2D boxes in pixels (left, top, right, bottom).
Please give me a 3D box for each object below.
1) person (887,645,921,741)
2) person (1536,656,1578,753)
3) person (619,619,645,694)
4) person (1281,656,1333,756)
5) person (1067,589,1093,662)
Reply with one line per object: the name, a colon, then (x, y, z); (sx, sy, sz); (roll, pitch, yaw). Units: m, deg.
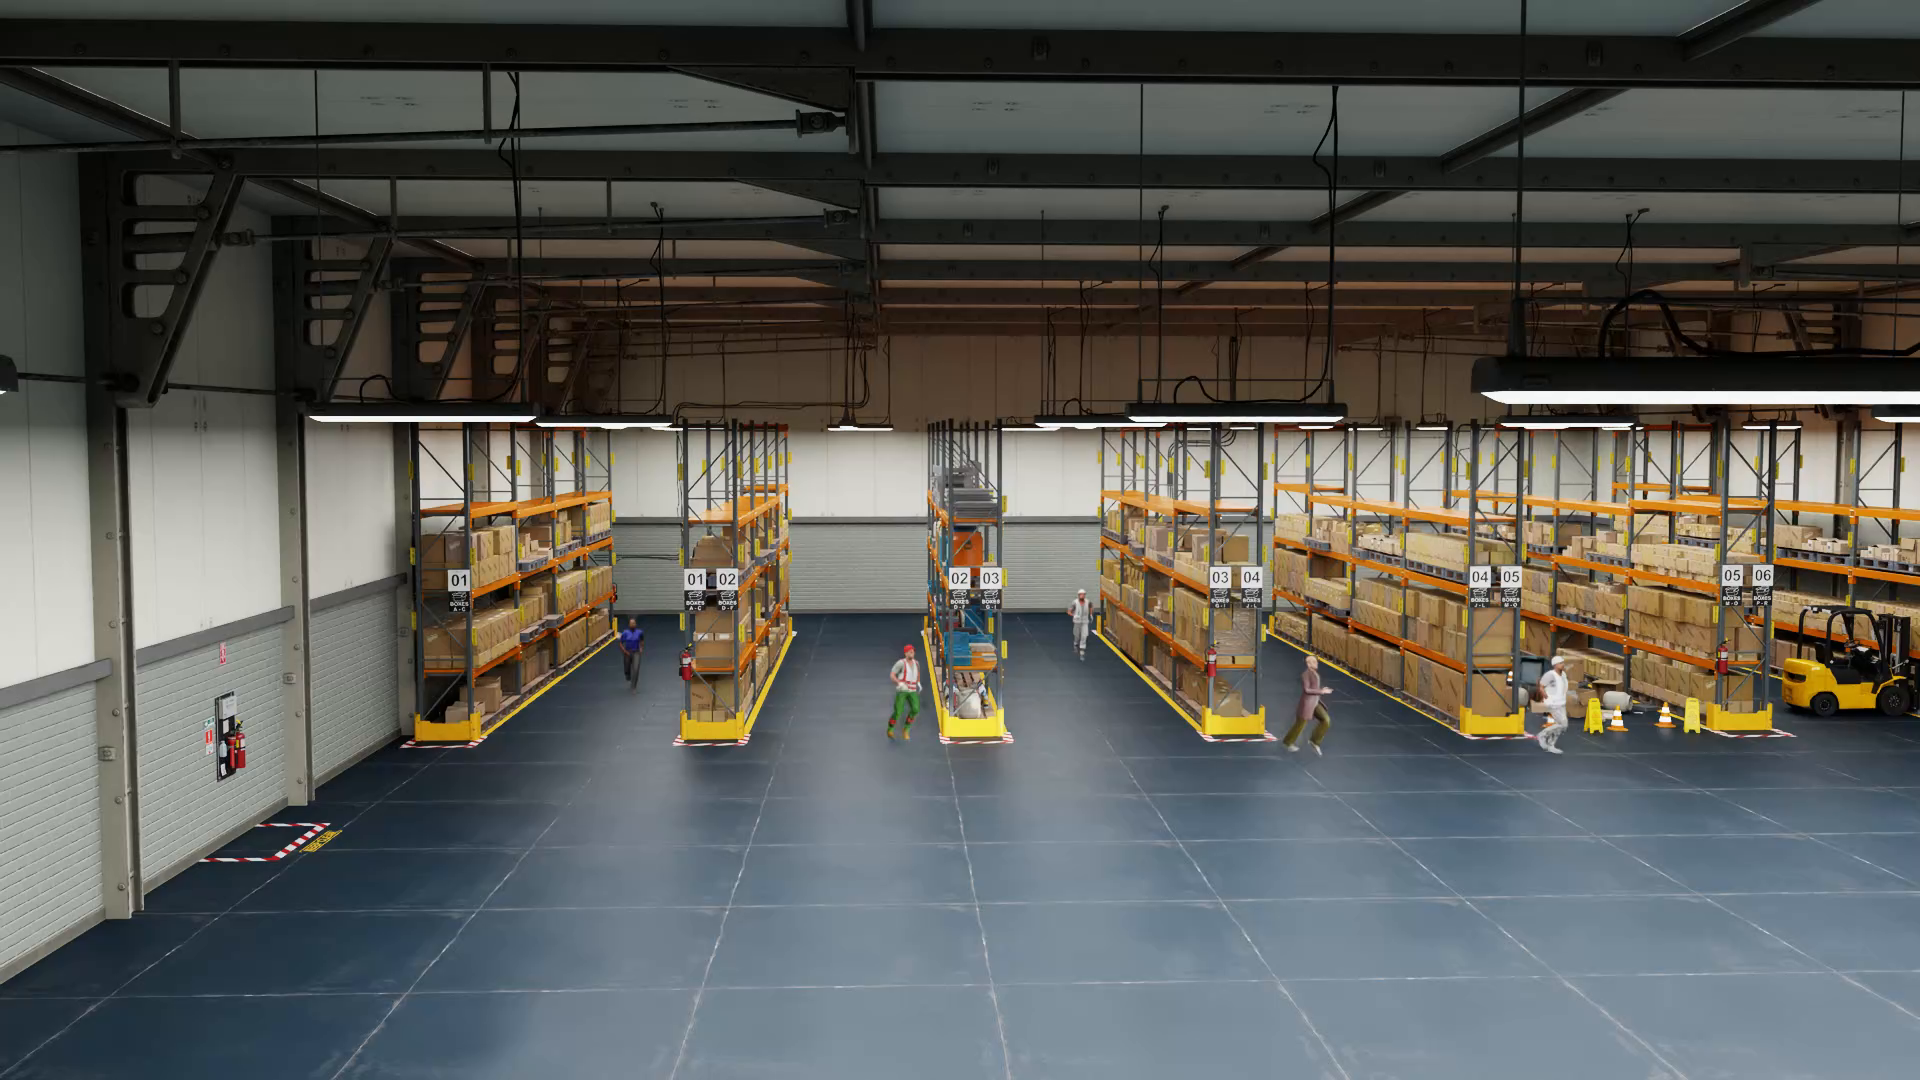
person: (-0.990, 2.853, 31.190); (0.719, 1.780, 0.678); (-2, 4, -30)
person: (10.710, 2.944, 29.789); (0.618, 1.746, 0.666); (3, 5, 43)
person: (-7.287, 2.570, 36.955); (0.555, 1.640, 0.963); (-1, 4, -11)
person: (6.216, 2.982, 29.592); (0.956, 1.730, 0.733); (3, 5, 39)
person: (3.056, 2.126, 42.155); (0.686, 1.781, 1.052); (0, 4, -7)
